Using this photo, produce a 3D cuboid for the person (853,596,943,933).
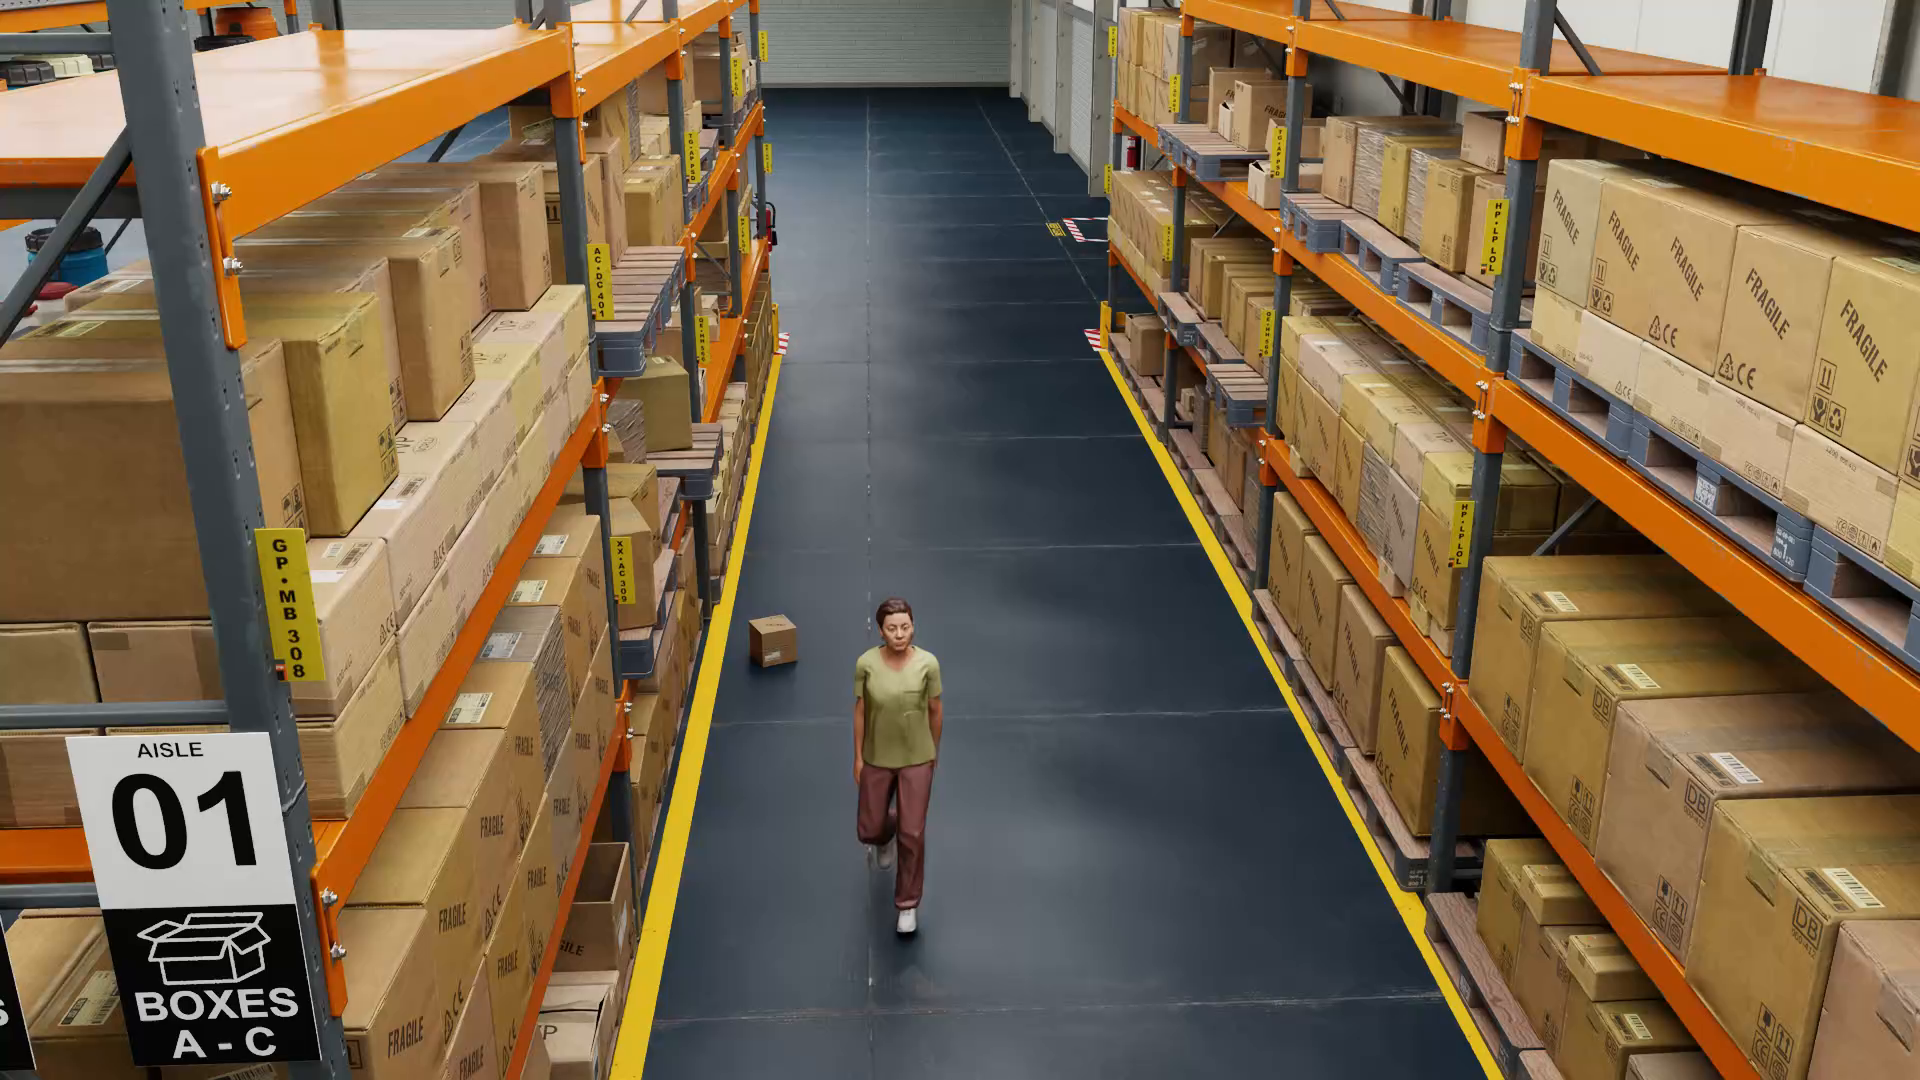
[{"bbox_3d":[-0.306,1.061,8.201,0.439,1.650,0.685,1,21,3],"label":"person"}]
